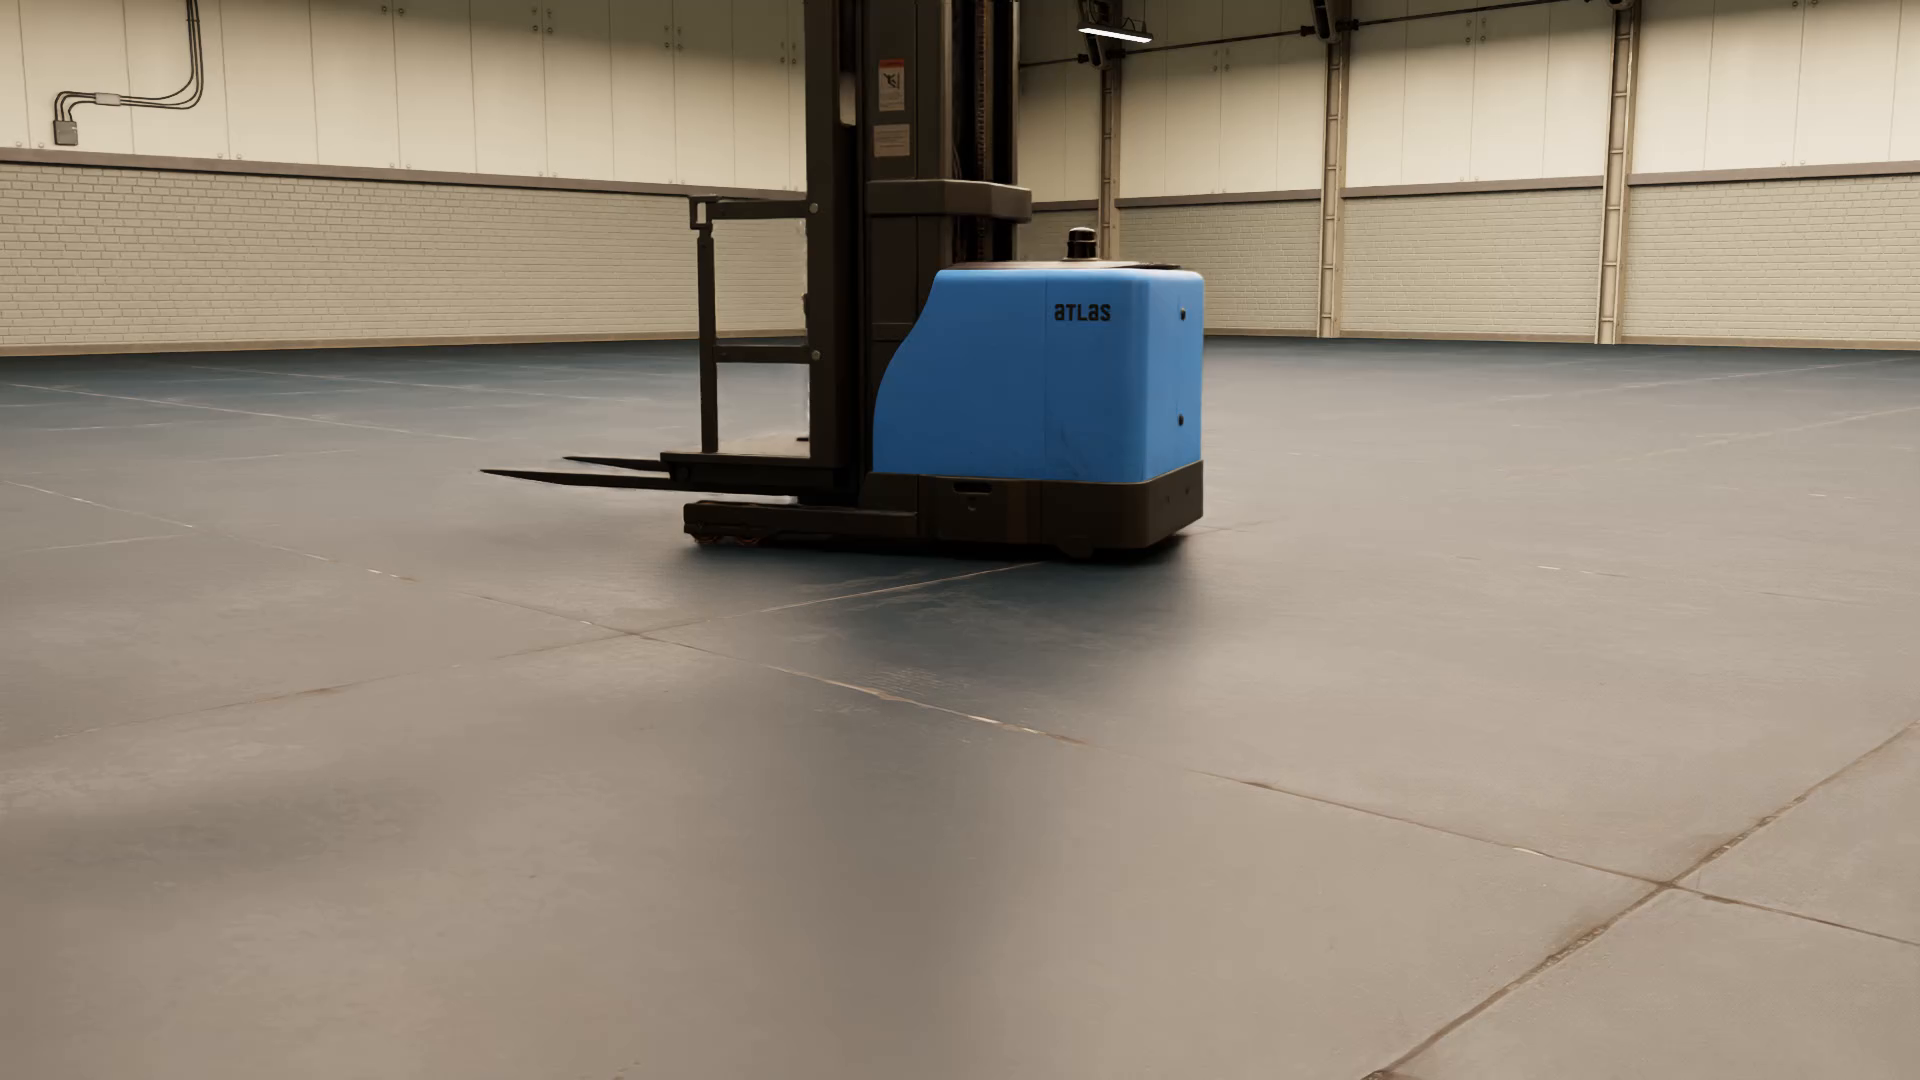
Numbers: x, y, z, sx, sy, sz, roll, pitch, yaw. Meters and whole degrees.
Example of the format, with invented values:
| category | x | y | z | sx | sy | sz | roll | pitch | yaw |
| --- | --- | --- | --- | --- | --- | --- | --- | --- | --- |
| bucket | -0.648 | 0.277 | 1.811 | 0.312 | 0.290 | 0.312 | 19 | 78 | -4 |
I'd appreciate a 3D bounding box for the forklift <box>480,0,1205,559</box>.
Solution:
| category | x | y | z | sx | sy | sz | roll | pitch | yaw |
| --- | --- | --- | --- | --- | --- | --- | --- | --- | --- |
| forklift | -0.564 | -1.496 | 6.806 | 3.031 | 2.935 | 1.130 | 3 | 9 | 21 |
